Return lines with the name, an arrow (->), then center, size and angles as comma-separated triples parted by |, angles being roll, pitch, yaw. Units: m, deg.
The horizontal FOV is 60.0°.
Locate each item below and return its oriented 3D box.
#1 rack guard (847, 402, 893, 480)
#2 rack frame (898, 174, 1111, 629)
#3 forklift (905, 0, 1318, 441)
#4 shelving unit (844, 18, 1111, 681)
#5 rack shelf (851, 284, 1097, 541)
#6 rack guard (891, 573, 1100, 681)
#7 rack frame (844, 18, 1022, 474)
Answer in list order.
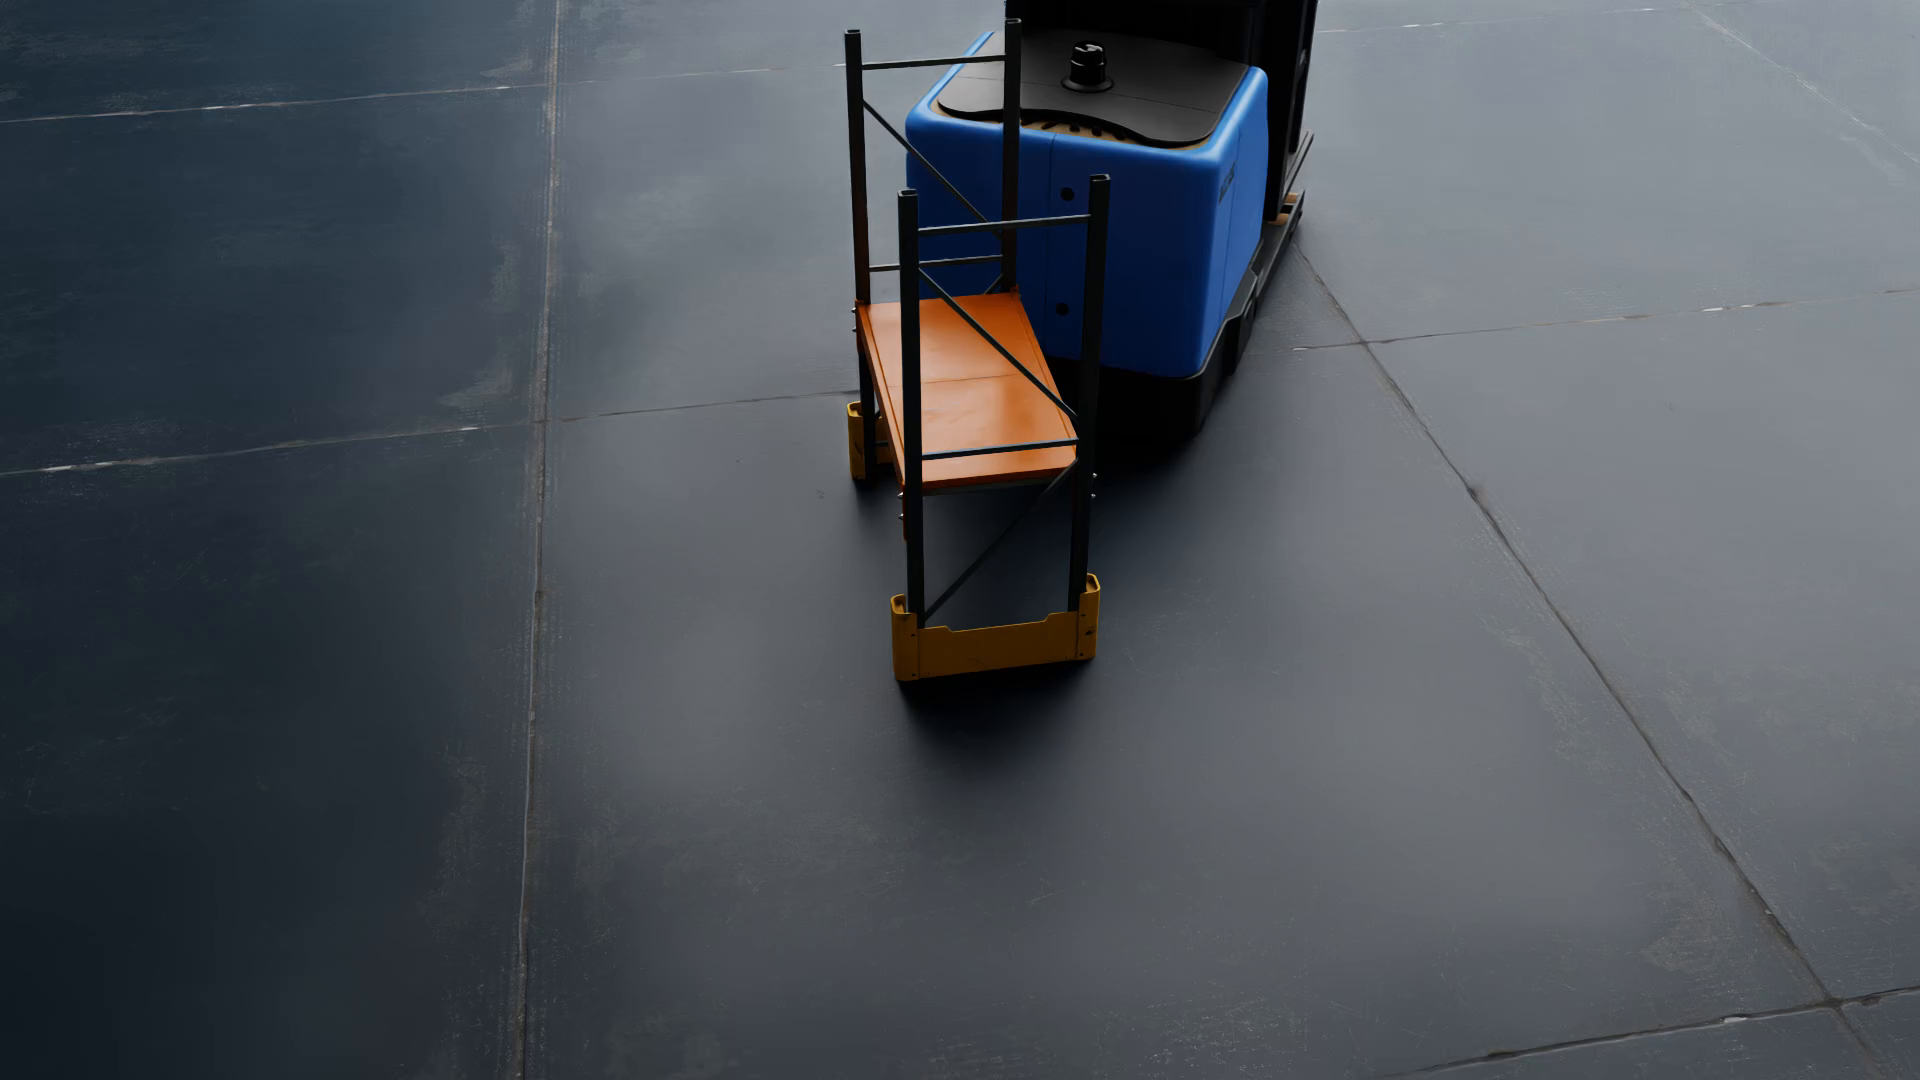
rack guard -> -0.074, -0.353, 5.501 | 0.587, 0.250, 0.087 | -6, 38, -8
rack frame -> 0.104, -0.234, 4.328 | 0.500, 1.500, 0.032 | -6, 38, -8
forklift -> 0.785, -2.395, 5.943 | 1.130, 2.935, 3.031 | 12, 40, 15
shelving unit -> 0.013, -0.546, 4.731 | 0.587, 1.500, 1.083 | -6, 38, -8
rack shelf -> 0.015, -0.399, 4.834 | 0.538, 0.185, 1.000 | -6, 38, -8
rack guard -> 0.101, 0.248, 4.727 | 0.587, 0.250, 0.087 | -6, 38, -8
rack frame -> -0.074, -0.848, 5.119 | 0.500, 1.500, 0.032 | -6, 38, -8
